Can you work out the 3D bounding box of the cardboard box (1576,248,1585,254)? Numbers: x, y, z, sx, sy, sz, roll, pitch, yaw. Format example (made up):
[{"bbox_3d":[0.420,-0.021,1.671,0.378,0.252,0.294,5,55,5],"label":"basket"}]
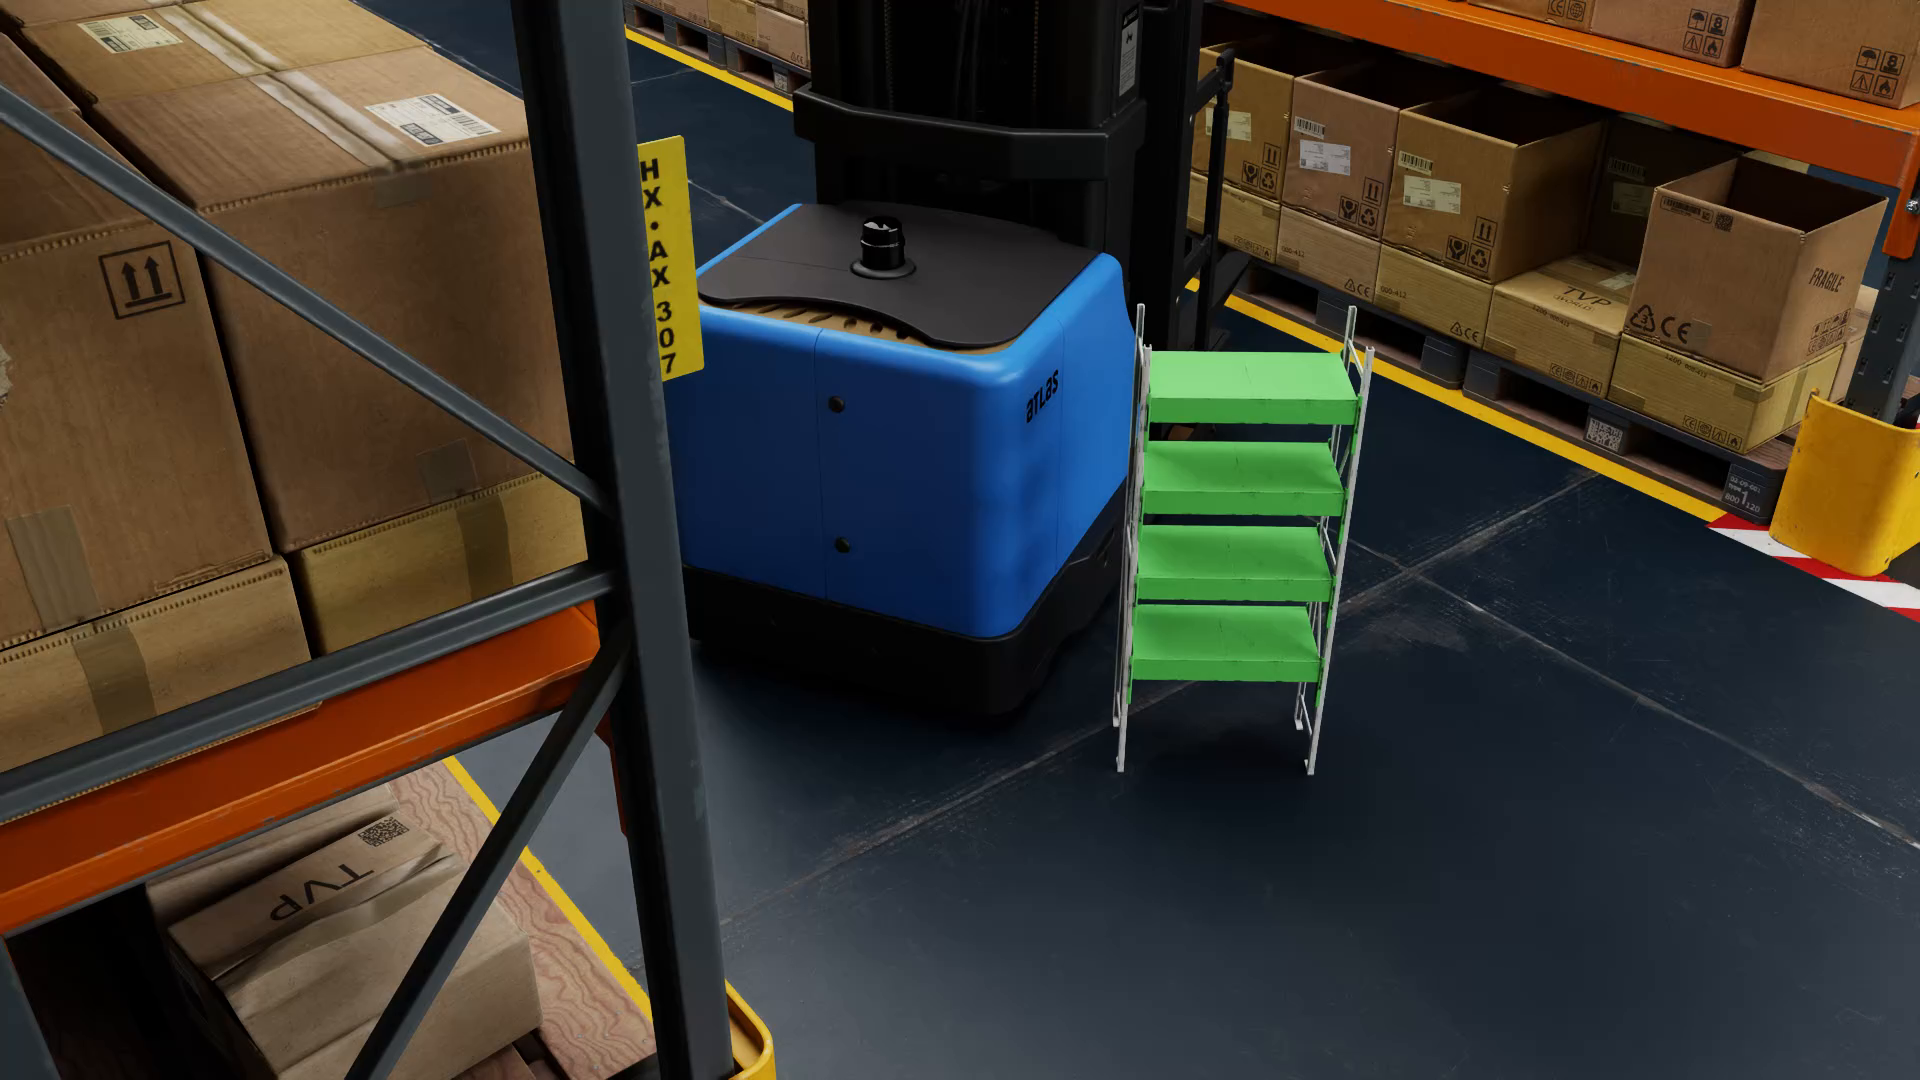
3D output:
[{"bbox_3d":[2.323,-1.140,6.450,0.500,0.250,0.500,-22,38,-31],"label":"cardboard box"}]

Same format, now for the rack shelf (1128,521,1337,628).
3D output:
[{"bbox_3d":[0.660,0.083,4.101,0.480,0.148,0.258,1,32,1],"label":"rack shelf"}]

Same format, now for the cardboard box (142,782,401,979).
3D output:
[{"bbox_3d":[-1.521,0.586,3.595,0.500,0.311,0.500,-19,37,-28],"label":"cardboard box"}]

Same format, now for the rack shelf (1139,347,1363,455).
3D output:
[{"bbox_3d":[0.660,-0.325,3.847,0.480,0.148,0.258,1,32,1],"label":"rack shelf"}]

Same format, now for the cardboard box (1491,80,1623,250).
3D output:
[{"bbox_3d":[2.314,-1.455,6.246,0.500,0.500,0.500,-22,38,-31],"label":"cardboard box"}]

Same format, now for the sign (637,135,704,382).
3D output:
[{"bbox_3d":[-0.390,-0.357,2.162,0.100,0.325,0.005,-22,38,-31],"label":"sign"}]

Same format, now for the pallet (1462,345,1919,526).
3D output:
[{"bbox_3d":[2.590,-0.539,5.918,1.003,0.211,1.213,-22,38,-31],"label":"pallet"}]

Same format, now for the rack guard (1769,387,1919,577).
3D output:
[{"bbox_3d":[3.107,-0.346,5.334,1.175,0.500,0.348,-22,38,-31],"label":"rack guard"}]

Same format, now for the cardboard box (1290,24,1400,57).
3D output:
[{"bbox_3d":[1.703,-1.872,6.919,0.500,0.500,0.500,-22,38,-31],"label":"cardboard box"}]

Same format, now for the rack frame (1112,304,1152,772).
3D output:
[{"bbox_3d":[0.416,0.025,4.072,0.015,1.200,0.240,1,32,1],"label":"rack frame"}]

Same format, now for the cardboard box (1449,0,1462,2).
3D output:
[{"bbox_3d":[1.864,-2.304,6.021,0.700,0.500,0.500,-21,38,-30],"label":"cardboard box"}]

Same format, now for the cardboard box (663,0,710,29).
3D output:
[{"bbox_3d":[-1.416,-3.240,9.832,0.500,0.250,0.500,-23,39,-33],"label":"cardboard box"}]

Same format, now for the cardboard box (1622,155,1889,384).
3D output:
[{"bbox_3d":[2.528,-0.874,5.312,0.500,0.500,0.500,-22,38,-31],"label":"cardboard box"}]

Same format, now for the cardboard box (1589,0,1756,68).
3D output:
[{"bbox_3d":[2.490,-1.877,5.334,0.700,0.500,0.500,-21,38,-30],"label":"cardboard box"}]

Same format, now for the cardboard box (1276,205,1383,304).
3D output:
[{"bbox_3d":[1.600,-1.178,6.511,0.500,0.250,0.500,-22,38,-31],"label":"cardboard box"}]

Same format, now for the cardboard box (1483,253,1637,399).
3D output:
[{"bbox_3d":[2.214,-0.761,5.840,0.500,0.250,0.500,-22,38,-31],"label":"cardboard box"}]

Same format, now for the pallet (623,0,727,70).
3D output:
[{"bbox_3d":[-1.340,-3.212,10.222,1.003,0.211,1.213,-22,38,-31],"label":"pallet"}]

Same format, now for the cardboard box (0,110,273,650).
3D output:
[{"bbox_3d":[-1.276,-0.205,2.150,0.500,0.500,0.500,-23,38,-32],"label":"cardboard box"}]

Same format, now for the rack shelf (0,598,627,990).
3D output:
[{"bbox_3d":[-2.045,-0.342,3.639,1.077,0.370,4.000,-22,38,-31],"label":"rack shelf"}]

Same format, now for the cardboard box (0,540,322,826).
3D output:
[{"bbox_3d":[-1.258,0.109,2.354,0.500,0.250,0.500,-22,38,-31],"label":"cardboard box"}]

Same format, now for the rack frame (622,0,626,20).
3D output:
[{"bbox_3d":[-1.814,-4.752,10.059,1.000,3.000,0.127,-22,38,-31],"label":"rack frame"}]

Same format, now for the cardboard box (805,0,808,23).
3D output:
[{"bbox_3d":[-0.464,-2.833,8.646,0.500,0.311,0.500,-22,38,-32],"label":"cardboard box"}]

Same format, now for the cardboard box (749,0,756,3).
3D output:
[{"bbox_3d":[-1.085,-3.258,9.329,0.500,0.311,0.500,-23,39,-33],"label":"cardboard box"}]

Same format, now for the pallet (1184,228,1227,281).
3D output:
[{"bbox_3d":[1.094,-1.556,7.555,1.003,0.211,1.213,-22,38,-31],"label":"pallet"}]

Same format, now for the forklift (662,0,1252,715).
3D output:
[{"bbox_3d":[0.251,-1.547,4.962,1.130,2.935,3.031,13,34,20],"label":"forklift"}]

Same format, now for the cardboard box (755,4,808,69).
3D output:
[{"bbox_3d":[-0.778,-2.812,9.142,0.500,0.250,0.500,-21,38,-30],"label":"cardboard box"}]

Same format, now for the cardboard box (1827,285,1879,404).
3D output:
[{"bbox_3d":[2.939,-0.724,5.781,0.500,0.250,0.500,-22,38,-31],"label":"cardboard box"}]

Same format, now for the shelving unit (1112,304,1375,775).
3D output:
[{"bbox_3d":[0.660,0.028,4.067,0.503,1.200,0.258,1,32,1],"label":"shelving unit"}]

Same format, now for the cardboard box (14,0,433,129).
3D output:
[{"bbox_3d":[-1.169,-0.583,2.758,0.500,0.500,0.500,-22,38,-31],"label":"cardboard box"}]

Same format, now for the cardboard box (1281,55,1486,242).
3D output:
[{"bbox_3d":[1.598,-1.495,6.312,0.500,0.500,0.500,-22,38,-31],"label":"cardboard box"}]

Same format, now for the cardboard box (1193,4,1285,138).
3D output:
[{"bbox_3d":[0.989,-1.914,6.986,0.500,0.500,0.500,-22,38,-31],"label":"cardboard box"}]
